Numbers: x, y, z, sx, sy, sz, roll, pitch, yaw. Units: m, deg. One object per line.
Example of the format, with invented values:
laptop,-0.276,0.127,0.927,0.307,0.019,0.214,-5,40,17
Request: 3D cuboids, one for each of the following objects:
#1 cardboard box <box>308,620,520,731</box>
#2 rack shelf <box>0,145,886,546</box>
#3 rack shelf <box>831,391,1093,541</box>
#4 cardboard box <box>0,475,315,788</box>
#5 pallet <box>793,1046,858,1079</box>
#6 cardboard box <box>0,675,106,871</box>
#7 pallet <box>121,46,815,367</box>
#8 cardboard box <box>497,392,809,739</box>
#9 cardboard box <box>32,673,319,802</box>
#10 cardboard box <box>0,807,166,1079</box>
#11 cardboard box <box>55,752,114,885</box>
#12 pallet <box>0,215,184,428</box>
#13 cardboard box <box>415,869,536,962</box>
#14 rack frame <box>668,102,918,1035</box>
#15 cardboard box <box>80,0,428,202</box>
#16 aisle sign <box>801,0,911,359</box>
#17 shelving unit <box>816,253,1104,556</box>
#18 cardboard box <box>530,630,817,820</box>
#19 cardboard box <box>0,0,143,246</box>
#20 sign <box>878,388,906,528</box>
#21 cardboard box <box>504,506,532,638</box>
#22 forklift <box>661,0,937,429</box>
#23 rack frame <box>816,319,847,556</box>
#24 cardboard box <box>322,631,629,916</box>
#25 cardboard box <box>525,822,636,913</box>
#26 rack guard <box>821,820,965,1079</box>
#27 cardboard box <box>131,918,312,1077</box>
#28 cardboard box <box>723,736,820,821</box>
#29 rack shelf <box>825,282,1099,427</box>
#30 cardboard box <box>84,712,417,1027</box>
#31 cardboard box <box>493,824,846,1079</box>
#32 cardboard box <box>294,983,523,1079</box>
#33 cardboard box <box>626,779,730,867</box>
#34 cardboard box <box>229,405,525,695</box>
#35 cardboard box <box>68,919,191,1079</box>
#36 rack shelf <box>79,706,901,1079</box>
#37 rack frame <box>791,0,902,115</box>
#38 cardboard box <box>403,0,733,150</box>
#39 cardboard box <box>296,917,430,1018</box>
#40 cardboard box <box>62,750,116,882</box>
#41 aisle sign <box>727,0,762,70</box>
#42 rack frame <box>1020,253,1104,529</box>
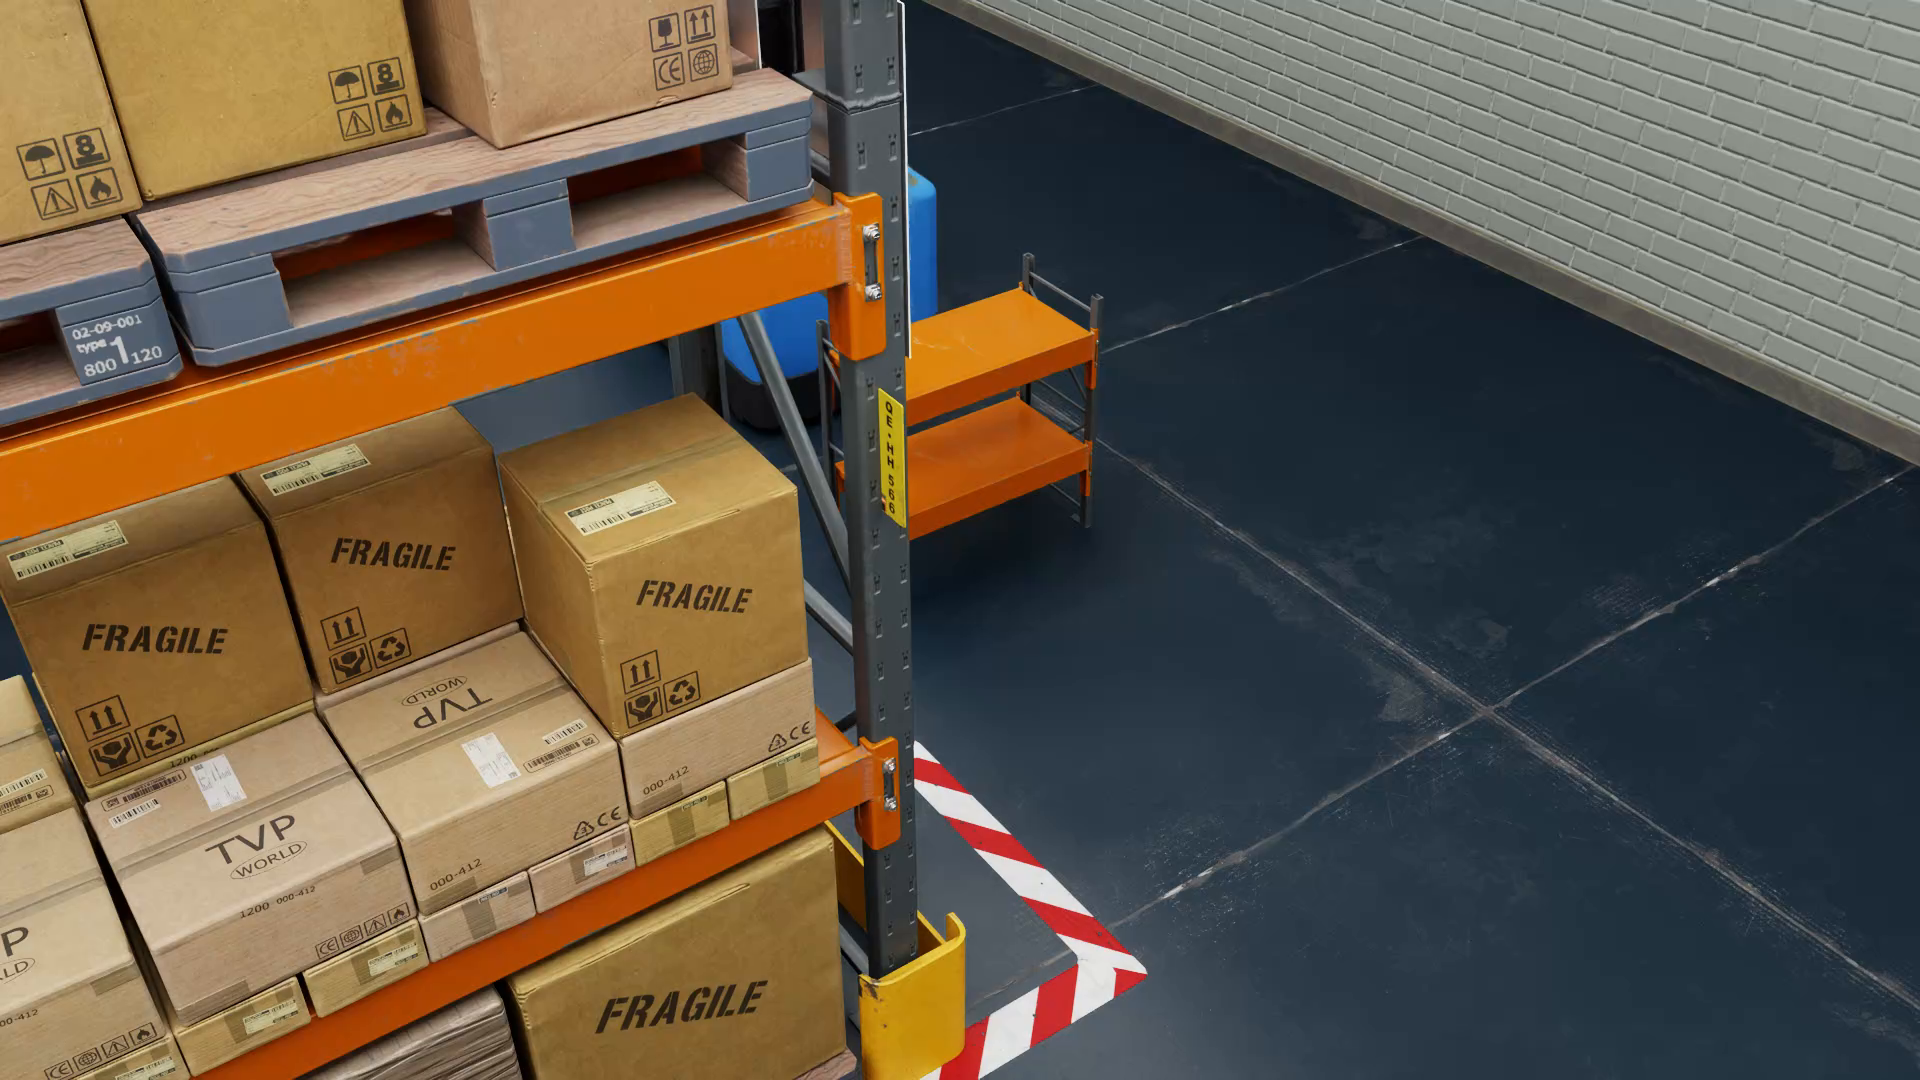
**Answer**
cardboard box,-1.424,0.271,4.177,0.500,0.250,0.500,-23,42,-28
rack shelf,-2.090,-0.132,2.912,4.000,0.370,1.077,-22,41,-28
rack shelf,0.006,-0.260,7.067,1.000,0.278,0.538,-22,41,-28
cardboard box,-1.832,0.134,3.726,0.500,0.500,0.500,-24,42,-29
pallet,-1.064,1.559,4.902,1.213,0.211,1.003,-22,41,-28
cardboard box,-2.260,0.617,3.697,0.500,0.250,0.500,-23,42,-29
pallet,-1.056,-0.807,3.309,1.213,0.211,1.003,-22,41,-28
cardboard box,-0.702,0.046,3.849,0.500,0.500,0.500,-22,41,-27
cardboard box,-1.837,0.439,3.945,0.500,0.250,0.500,-24,42,-29
cardboard box,-1.953,0.869,3.346,0.500,0.250,0.500,-22,41,-28
cardboard box,-2.192,0.703,3.919,0.250,0.149,0.380,-23,42,-29
pallet,-2.054,-0.394,2.736,1.213,0.211,1.003,-22,41,-28
cardboard box,-1.179,0.756,3.846,0.250,0.149,0.380,-22,41,-27
rack frame,-0.455,0.121,4.513,0.127,3.000,1.000,-22,41,-28
cardboard box,-1.379,-1.017,2.995,0.500,0.500,0.700,-24,42,-29
aisle sign,-0.224,-0.816,3.589,0.004,0.787,0.394,-22,41,-28
shelving unit,0.006,-0.459,6.925,1.048,1.125,0.538,-22,41,-28
cardboard box,-0.698,0.350,4.067,0.500,0.250,0.500,-23,42,-29
cardboard box,-1.774,-0.820,2.721,0.500,0.500,0.700,-25,43,-31
sign,-0.154,-0.182,3.739,0.005,0.325,0.100,-22,41,-28
cardboard box,-1.003,0.093,4.425,0.500,0.250,0.500,-24,42,-29
forklift,-1.299,-2.546,8.279,1.130,2.935,3.031,-20,40,-25
rack frame,-0.410,-0.288,6.687,0.032,1.125,0.500,-22,41,-28
cardboard box,-1.113,0.521,3.831,0.500,0.250,0.500,-23,42,-29
cardboard box,-0.975,0.672,3.962,0.250,0.149,0.380,-22,41,-28
rack guard,-0.436,1.127,5.254,0.348,0.500,1.175,-22,41,-28
cardboard box,-1.602,0.931,3.601,0.250,0.149,0.380,-22,41,-28
cardboard box,-0.557,0.500,4.202,0.250,0.149,0.380,-22,41,-27
rack shelf,0.006,-0.697,6.754,1.000,0.278,0.538,-22,41,-28
cardboard box,-1.529,0.692,3.592,0.500,0.250,0.500,-24,42,-29
cardboard box,-0.932,1.066,4.659,0.875,0.875,0.875,-22,41,-28
cardboard box,-1.676,1.372,4.233,0.875,0.875,0.875,-22,41,-28
cardboard box,-0.768,0.588,4.079,0.250,0.149,0.380,-22,41,-27
cardboard box,-1.412,-0.043,3.972,0.500,0.500,0.500,-23,42,-29
cardboard box,-1.806,1.014,3.487,0.250,0.149,0.380,-22,41,-27
rack shelf,-2.090,1.085,3.788,4.000,0.370,1.077,-22,41,-28
rack frame,-0.455,-2.315,2.762,0.127,3.000,1.000,-22,41,-28
cardboard box,-0.849,-1.148,3.178,0.500,0.500,0.700,-25,43,-30
cardboard box,-1.391,0.844,3.723,0.250,0.149,0.380,-23,42,-29
cardboard box,-1.985,0.618,4.037,0.250,0.149,0.380,-23,42,-28
aisle sign,-0.569,-1.102,3.987,0.004,0.787,0.394,-22,41,-28
rack frame,0.421,-0.630,7.162,0.032,1.125,0.500,-22,41,-28
